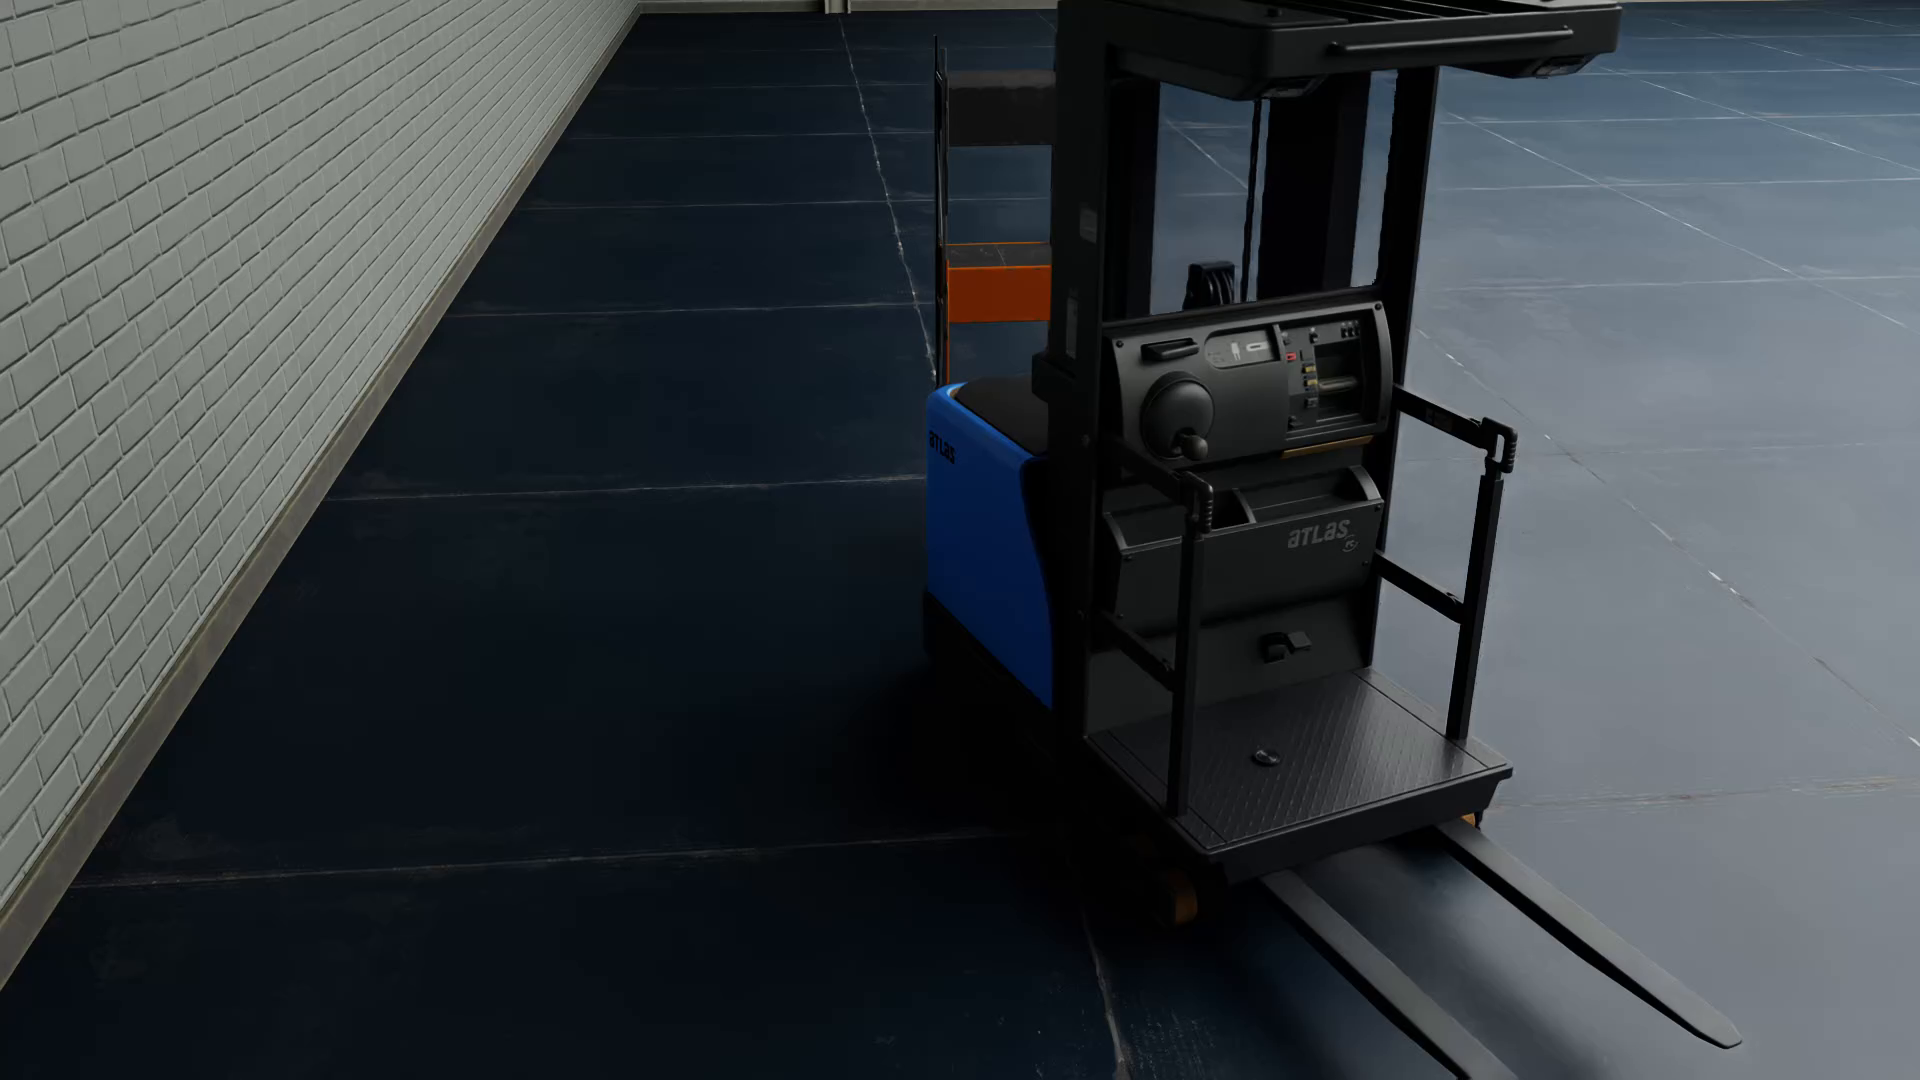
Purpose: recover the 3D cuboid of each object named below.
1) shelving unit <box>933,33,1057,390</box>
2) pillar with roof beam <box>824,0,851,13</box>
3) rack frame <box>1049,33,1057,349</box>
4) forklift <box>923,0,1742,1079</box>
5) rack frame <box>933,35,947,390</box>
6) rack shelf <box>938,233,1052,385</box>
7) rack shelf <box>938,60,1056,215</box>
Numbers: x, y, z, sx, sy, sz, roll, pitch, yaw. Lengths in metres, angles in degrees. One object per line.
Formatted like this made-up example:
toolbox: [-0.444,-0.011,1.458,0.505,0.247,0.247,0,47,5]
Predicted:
shelving unit: [0.165,-0.966,6.838,0.503,2.100,0.431,-2,24,-5]
pillar with roof beam: [-1.445,-10.428,19.631,0.400,9.000,9.100,-2,24,-5]
rack frame: [0.408,-0.976,6.860,0.015,2.100,0.400,-2,24,-5]
forklift: [0.943,-0.433,4.615,1.130,2.935,3.031,-11,26,-23]
rack frame: [-0.078,-0.956,6.816,0.015,2.100,0.400,-2,24,-5]
rack shelf: [0.165,-0.954,6.844,0.480,0.518,0.431,-2,24,-5]
rack shelf: [0.165,-1.593,6.560,0.480,0.518,0.431,-2,24,-5]
